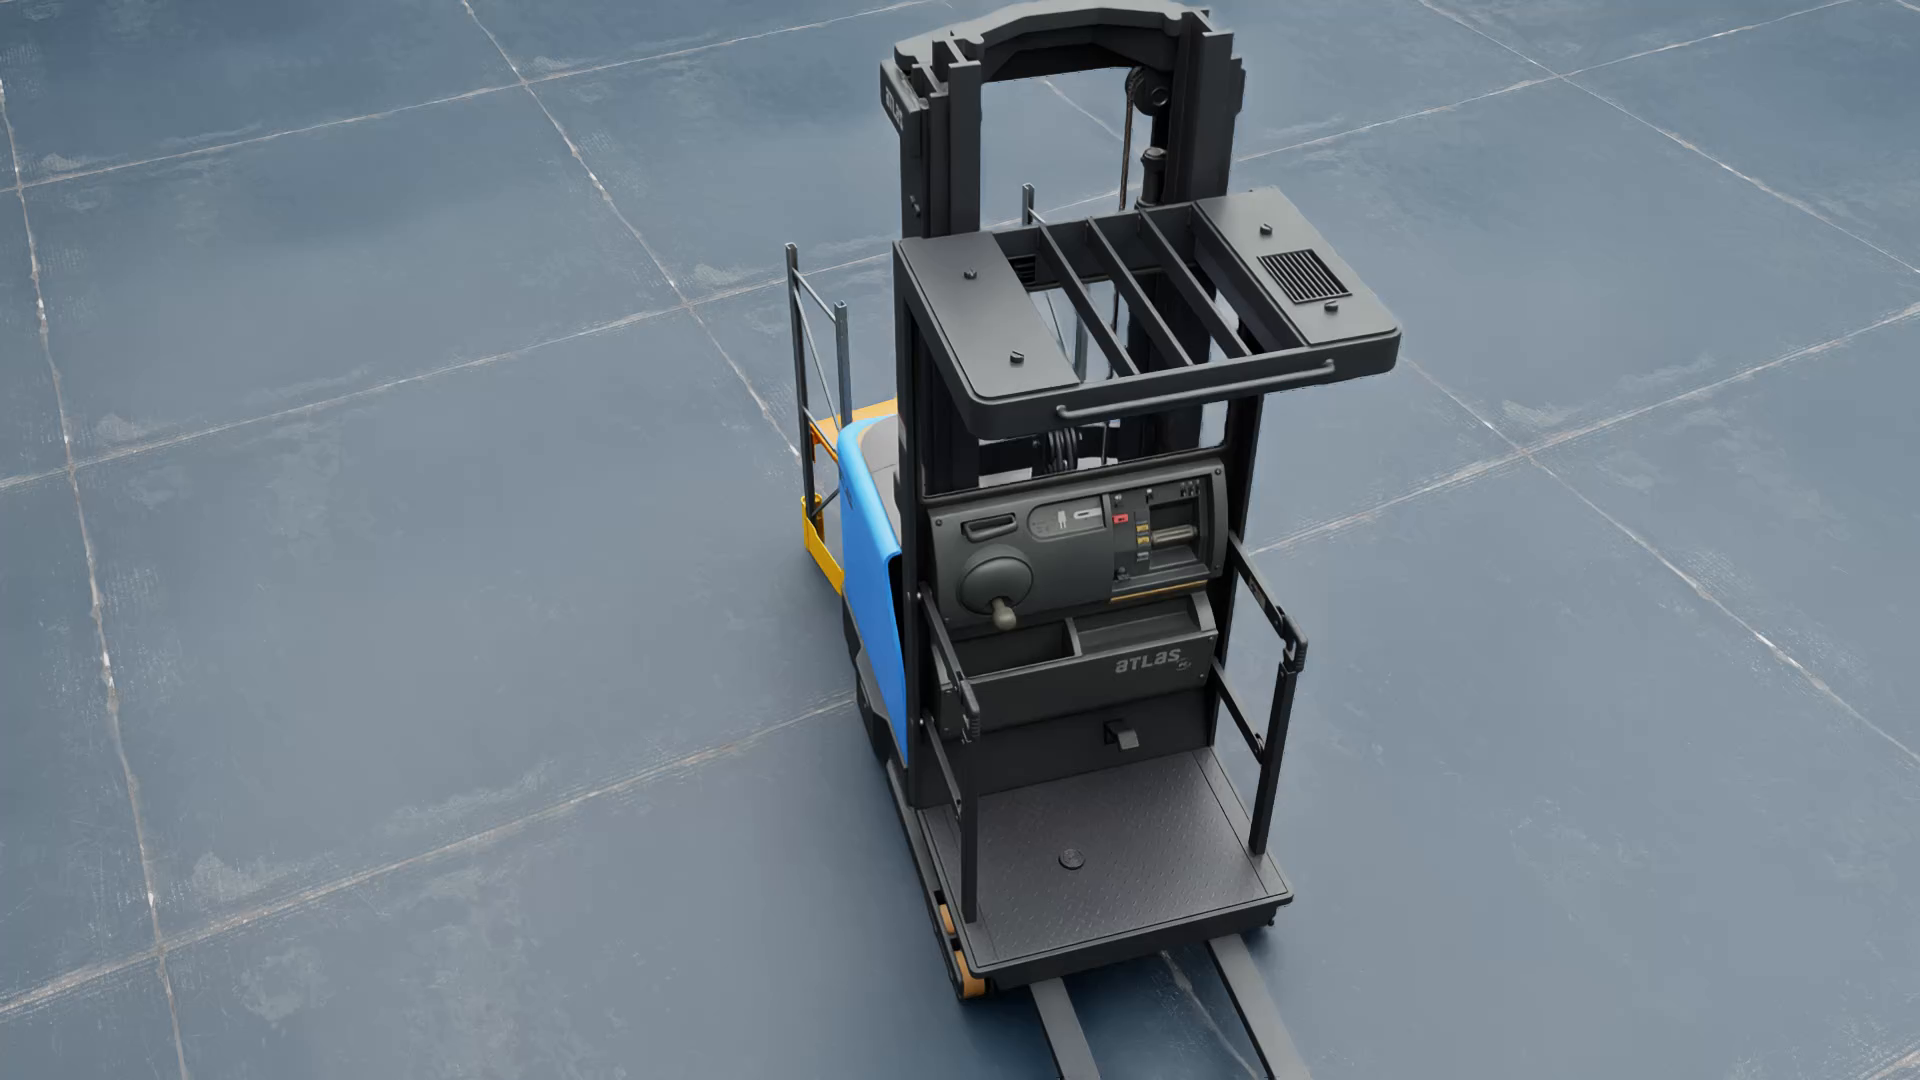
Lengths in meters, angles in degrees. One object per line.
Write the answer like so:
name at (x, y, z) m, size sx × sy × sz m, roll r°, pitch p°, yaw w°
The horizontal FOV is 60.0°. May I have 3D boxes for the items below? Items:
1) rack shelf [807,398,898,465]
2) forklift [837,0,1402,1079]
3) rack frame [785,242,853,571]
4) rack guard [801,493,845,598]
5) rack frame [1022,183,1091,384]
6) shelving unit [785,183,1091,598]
rack shelf at (-0.077, -0.412, 6.854) m, size 1.000 × 0.185 × 0.538 m, roll -18°, pitch 44°, yaw -20°
forklift at (0.429, 0.098, 4.866) m, size 1.130 × 2.935 × 3.031 m, roll -11°, pitch 41°, yaw -12°
rack frame at (-0.530, -0.400, 6.561) m, size 0.032 × 1.500 × 0.500 m, roll -18°, pitch 44°, yaw -20°
rack guard at (-0.512, 0.072, 6.972) m, size 0.087 × 0.250 × 0.587 m, roll -18°, pitch 44°, yaw -20°
rack frame at (0.376, -0.699, 6.915) m, size 0.032 × 1.500 × 0.500 m, roll -18°, pitch 44°, yaw -20°
shelving unit at (-0.069, -0.552, 6.741) m, size 1.083 × 1.500 × 0.587 m, roll -18°, pitch 44°, yaw -20°
